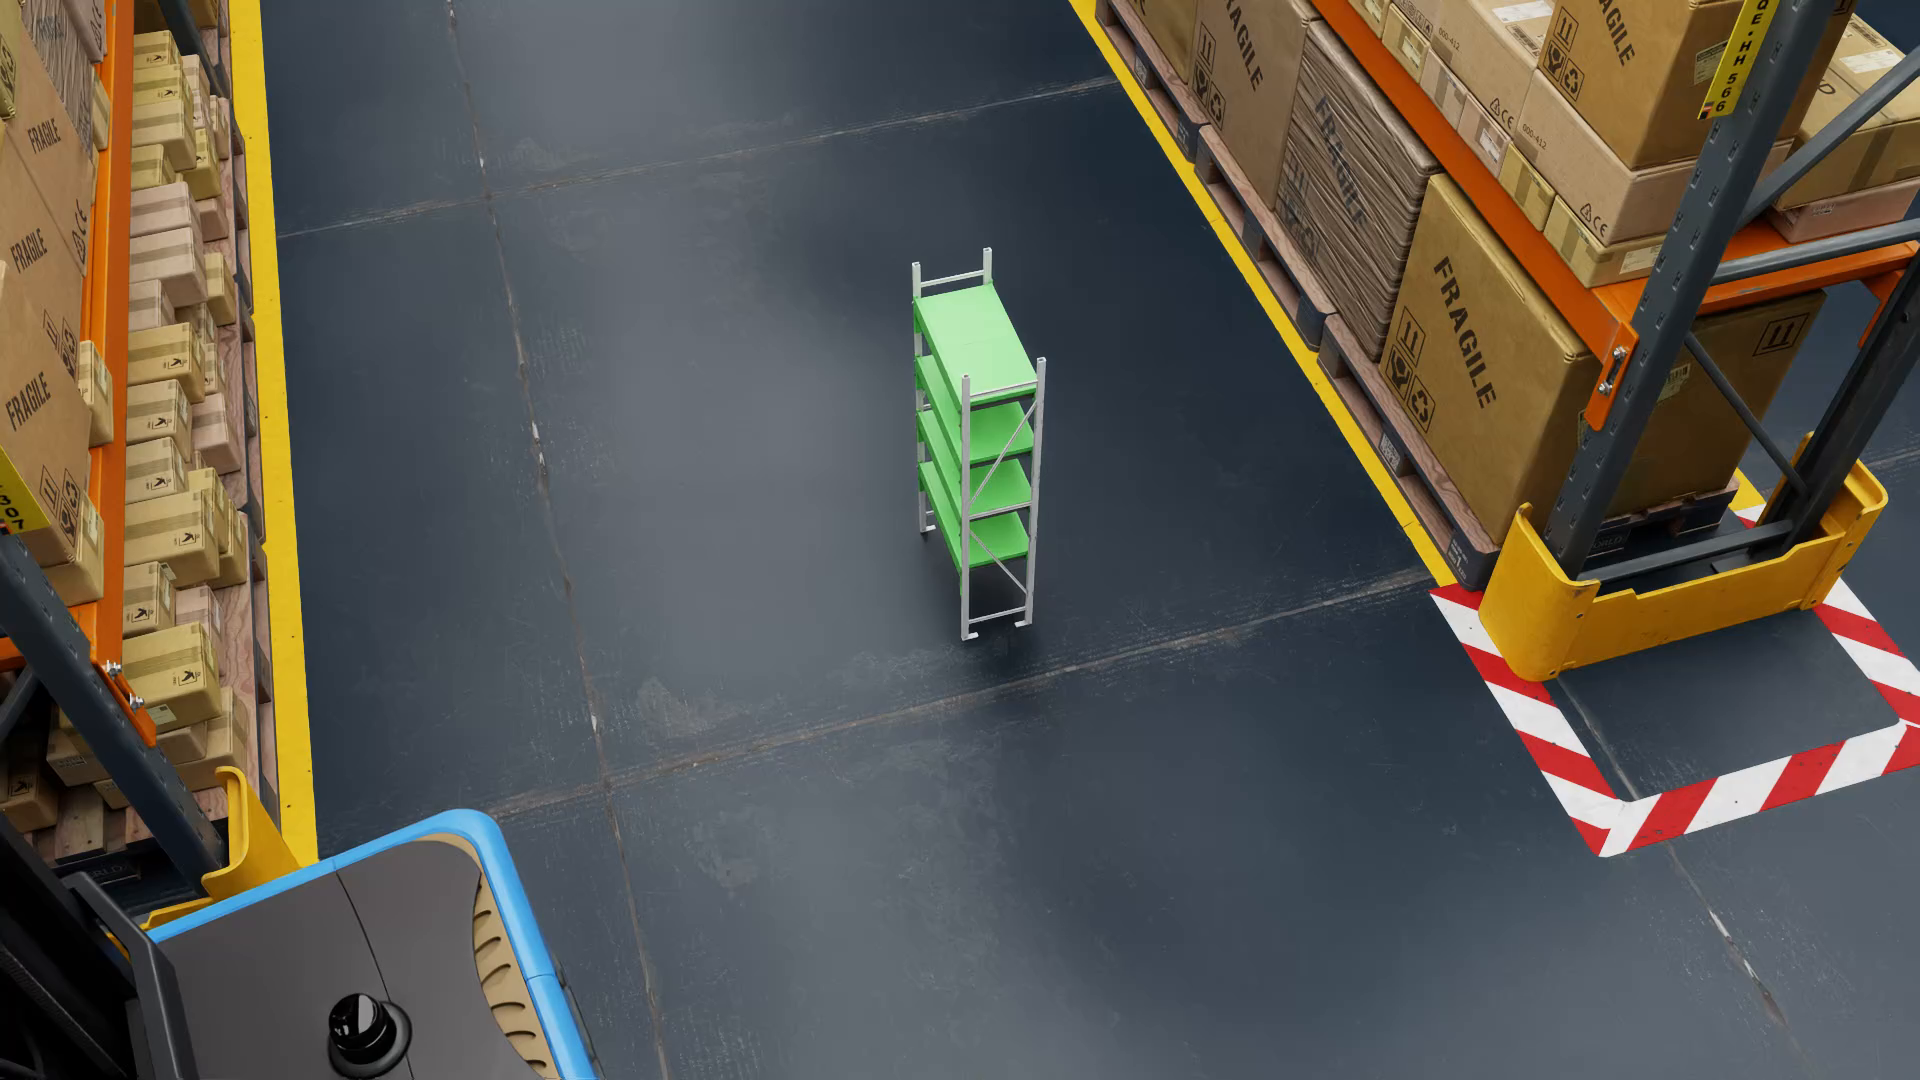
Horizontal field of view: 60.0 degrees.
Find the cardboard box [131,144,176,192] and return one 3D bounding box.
[{"bbox_3d":[-3.090,-1.286,6.073,0.380,0.149,0.250,-12,51,-10],"label":"cardboard box"}]

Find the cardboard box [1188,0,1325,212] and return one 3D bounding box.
[{"bbox_3d":[1.513,-1.985,6.576,0.875,0.875,0.875,-13,51,-11],"label":"cardboard box"}]

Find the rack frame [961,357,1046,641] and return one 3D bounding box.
[{"bbox_3d":[0.121,-0.088,5.039,0.240,1.200,0.015,-13,51,-11],"label":"rack frame"}]

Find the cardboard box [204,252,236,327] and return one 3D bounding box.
[{"bbox_3d":[-2.893,-0.895,6.133,0.380,0.149,0.250,-13,51,-11],"label":"cardboard box"}]

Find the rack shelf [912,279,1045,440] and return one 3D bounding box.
[{"bbox_3d":[0.049,-0.534,4.871,0.258,0.148,0.480,-13,51,-11],"label":"rack shelf"}]

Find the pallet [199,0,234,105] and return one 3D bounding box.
[{"bbox_3d":[-3.872,-2.313,7.562,1.003,0.211,1.213,-13,51,-11],"label":"pallet"}]

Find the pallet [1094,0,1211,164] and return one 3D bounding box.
[{"bbox_3d":[1.278,-2.220,7.483,1.003,0.211,1.213,-13,51,-11],"label":"pallet"}]

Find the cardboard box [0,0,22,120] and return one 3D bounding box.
[{"bbox_3d":[-2.624,-1.313,3.981,0.500,0.500,0.500,-14,51,-12],"label":"cardboard box"}]

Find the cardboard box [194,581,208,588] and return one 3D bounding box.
[{"bbox_3d":[-2.542,0.254,5.164,0.380,0.149,0.250,-13,51,-11],"label":"cardboard box"}]

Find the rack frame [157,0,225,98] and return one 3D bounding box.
[{"bbox_3d":[-3.640,-2.644,6.017,1.000,3.000,0.127,-13,51,-11],"label":"rack frame"}]

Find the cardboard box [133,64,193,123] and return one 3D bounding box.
[{"bbox_3d":[-3.173,-1.673,6.400,0.380,0.149,0.250,-13,51,-11],"label":"cardboard box"}]

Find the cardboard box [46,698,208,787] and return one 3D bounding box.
[{"bbox_3d":[-2.367,0.524,4.741,0.380,0.149,0.250,-11,51,-9],"label":"cardboard box"}]

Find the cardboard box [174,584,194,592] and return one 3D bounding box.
[{"bbox_3d":[-2.551,0.153,5.055,0.380,0.149,0.250,-13,51,-11],"label":"cardboard box"}]

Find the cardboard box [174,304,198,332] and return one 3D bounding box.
[{"bbox_3d":[-2.921,-0.824,5.878,0.380,0.149,0.250,-16,52,-13],"label":"cardboard box"}]

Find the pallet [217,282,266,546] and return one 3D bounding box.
[{"bbox_3d":[-3.043,-0.370,5.924,1.003,0.211,1.213,-13,51,-11],"label":"pallet"}]

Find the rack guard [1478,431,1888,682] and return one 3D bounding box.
[{"bbox_3d":[2.318,0.053,5.378,1.175,0.500,0.348,-13,51,-11],"label":"rack guard"}]

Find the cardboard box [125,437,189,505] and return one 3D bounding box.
[{"bbox_3d":[-2.589,-0.140,5.107,0.380,0.149,0.250,-16,52,-13],"label":"cardboard box"}]

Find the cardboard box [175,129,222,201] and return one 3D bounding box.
[{"bbox_3d":[-3.055,-1.412,6.373,0.380,0.149,0.250,-15,51,-12],"label":"cardboard box"}]

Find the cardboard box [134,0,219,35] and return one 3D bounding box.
[{"bbox_3d":[-3.605,-2.573,7.318,0.500,0.500,0.500,-12,51,-10],"label":"cardboard box"}]

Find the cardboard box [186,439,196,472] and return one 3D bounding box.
[{"bbox_3d":[-2.692,-0.231,5.378,0.380,0.149,0.250,-16,52,-13],"label":"cardboard box"}]

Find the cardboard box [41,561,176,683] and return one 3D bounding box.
[{"bbox_3d":[-2.484,0.236,4.790,0.380,0.149,0.250,-12,51,-10],"label":"cardboard box"}]

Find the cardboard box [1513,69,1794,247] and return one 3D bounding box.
[{"bbox_3d":[1.914,-1.112,4.629,0.500,0.250,0.500,-14,51,-12],"label":"cardboard box"}]

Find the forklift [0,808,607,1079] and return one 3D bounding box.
[{"bbox_3d":[-2.212,1.190,2.830,3.031,2.935,1.130,-21,53,-17],"label":"forklift"}]

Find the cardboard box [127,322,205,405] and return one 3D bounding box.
[{"bbox_3d":[-2.696,-0.547,5.450,0.380,0.149,0.250,-13,51,-10],"label":"cardboard box"}]

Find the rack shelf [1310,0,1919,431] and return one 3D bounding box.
[{"bbox_3d":[1.719,-1.999,5.944,1.077,0.370,4.000,-13,51,-11],"label":"rack shelf"}]

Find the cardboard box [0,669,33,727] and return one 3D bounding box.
[{"bbox_3d":[-2.912,0.441,4.812,0.380,0.149,0.250,-14,51,-12],"label":"cardboard box"}]

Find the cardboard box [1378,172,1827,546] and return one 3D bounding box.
[{"bbox_3d":[2.045,-0.670,5.468,0.875,0.875,0.875,-13,51,-11],"label":"cardboard box"}]

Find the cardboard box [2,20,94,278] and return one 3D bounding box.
[{"bbox_3d":[-2.642,-0.987,4.360,0.500,0.500,0.500,-13,51,-10],"label":"cardboard box"}]

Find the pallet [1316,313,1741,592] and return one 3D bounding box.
[{"bbox_3d":[2.000,-0.438,5.981,1.003,0.211,1.213,-13,51,-11],"label":"pallet"}]

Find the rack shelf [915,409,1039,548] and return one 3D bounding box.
[{"bbox_3d":[0.049,-0.225,5.238,0.258,0.148,0.480,-13,51,-11],"label":"rack shelf"}]

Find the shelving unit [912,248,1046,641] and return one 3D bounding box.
[{"bbox_3d":[0.049,-0.266,5.189,0.258,1.200,0.503,-13,51,-11],"label":"shelving unit"}]

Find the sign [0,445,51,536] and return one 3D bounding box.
[{"bbox_3d":[-1.939,-0.124,3.327,0.100,0.325,0.005,-13,51,-11],"label":"sign"}]

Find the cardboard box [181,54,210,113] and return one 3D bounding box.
[{"bbox_3d":[-3.243,-1.798,6.699,0.380,0.149,0.250,-12,51,-10],"label":"cardboard box"}]

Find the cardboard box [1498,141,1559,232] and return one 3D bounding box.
[{"bbox_3d":[1.812,-1.064,4.850,0.380,0.149,0.250,-13,51,-11],"label":"cardboard box"}]

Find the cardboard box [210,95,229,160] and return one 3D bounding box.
[{"bbox_3d":[-3.199,-1.651,6.770,0.380,0.149,0.250,-13,51,-11],"label":"cardboard box"}]

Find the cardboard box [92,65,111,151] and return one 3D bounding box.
[{"bbox_3d":[-2.801,-1.282,5.033,0.380,0.149,0.250,-12,51,-10],"label":"cardboard box"}]

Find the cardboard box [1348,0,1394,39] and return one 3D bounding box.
[{"bbox_3d":[1.510,-1.810,5.478,0.380,0.149,0.250,-13,51,-11],"label":"cardboard box"}]

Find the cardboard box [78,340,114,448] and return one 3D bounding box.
[{"bbox_3d":[-2.383,-0.337,4.237,0.380,0.149,0.250,-15,51,-12],"label":"cardboard box"}]

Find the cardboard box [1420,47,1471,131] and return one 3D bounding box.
[{"bbox_3d":[1.666,-1.431,5.159,0.380,0.149,0.250,-13,51,-10],"label":"cardboard box"}]

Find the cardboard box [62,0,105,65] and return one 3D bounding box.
[{"bbox_3d":[-2.929,-1.740,4.995,0.500,0.500,0.500,-14,51,-11],"label":"cardboard box"}]

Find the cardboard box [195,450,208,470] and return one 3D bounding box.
[{"bbox_3d":[-2.679,-0.123,5.481,0.380,0.149,0.250,-13,51,-11],"label":"cardboard box"}]

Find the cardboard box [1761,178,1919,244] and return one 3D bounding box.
[{"bbox_3d":[2.521,-1.023,4.815,0.380,0.149,0.250,-13,51,-11],"label":"cardboard box"}]

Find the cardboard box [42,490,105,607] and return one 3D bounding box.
[{"bbox_3d":[-2.240,0.048,3.912,0.380,0.149,0.250,-14,51,-11],"label":"cardboard box"}]

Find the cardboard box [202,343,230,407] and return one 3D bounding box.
[{"bbox_3d":[-2.777,-0.521,5.817,0.380,0.149,0.250,-13,51,-11],"label":"cardboard box"}]

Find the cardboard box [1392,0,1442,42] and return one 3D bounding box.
[{"bbox_3d":[1.614,-1.854,5.254,0.500,0.250,0.500,-15,51,-12],"label":"cardboard box"}]

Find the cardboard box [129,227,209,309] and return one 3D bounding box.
[{"bbox_3d":[-2.830,-0.915,5.760,0.380,0.149,0.250,-15,51,-12],"label":"cardboard box"}]

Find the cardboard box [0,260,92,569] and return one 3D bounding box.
[{"bbox_3d":[-2.326,-0.241,3.731,0.500,0.500,0.500,-11,51,-9],"label":"cardboard box"}]

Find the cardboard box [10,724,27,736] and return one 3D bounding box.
[{"bbox_3d":[-2.985,0.559,4.907,0.380,0.149,0.250,-12,51,-10],"label":"cardboard box"}]
